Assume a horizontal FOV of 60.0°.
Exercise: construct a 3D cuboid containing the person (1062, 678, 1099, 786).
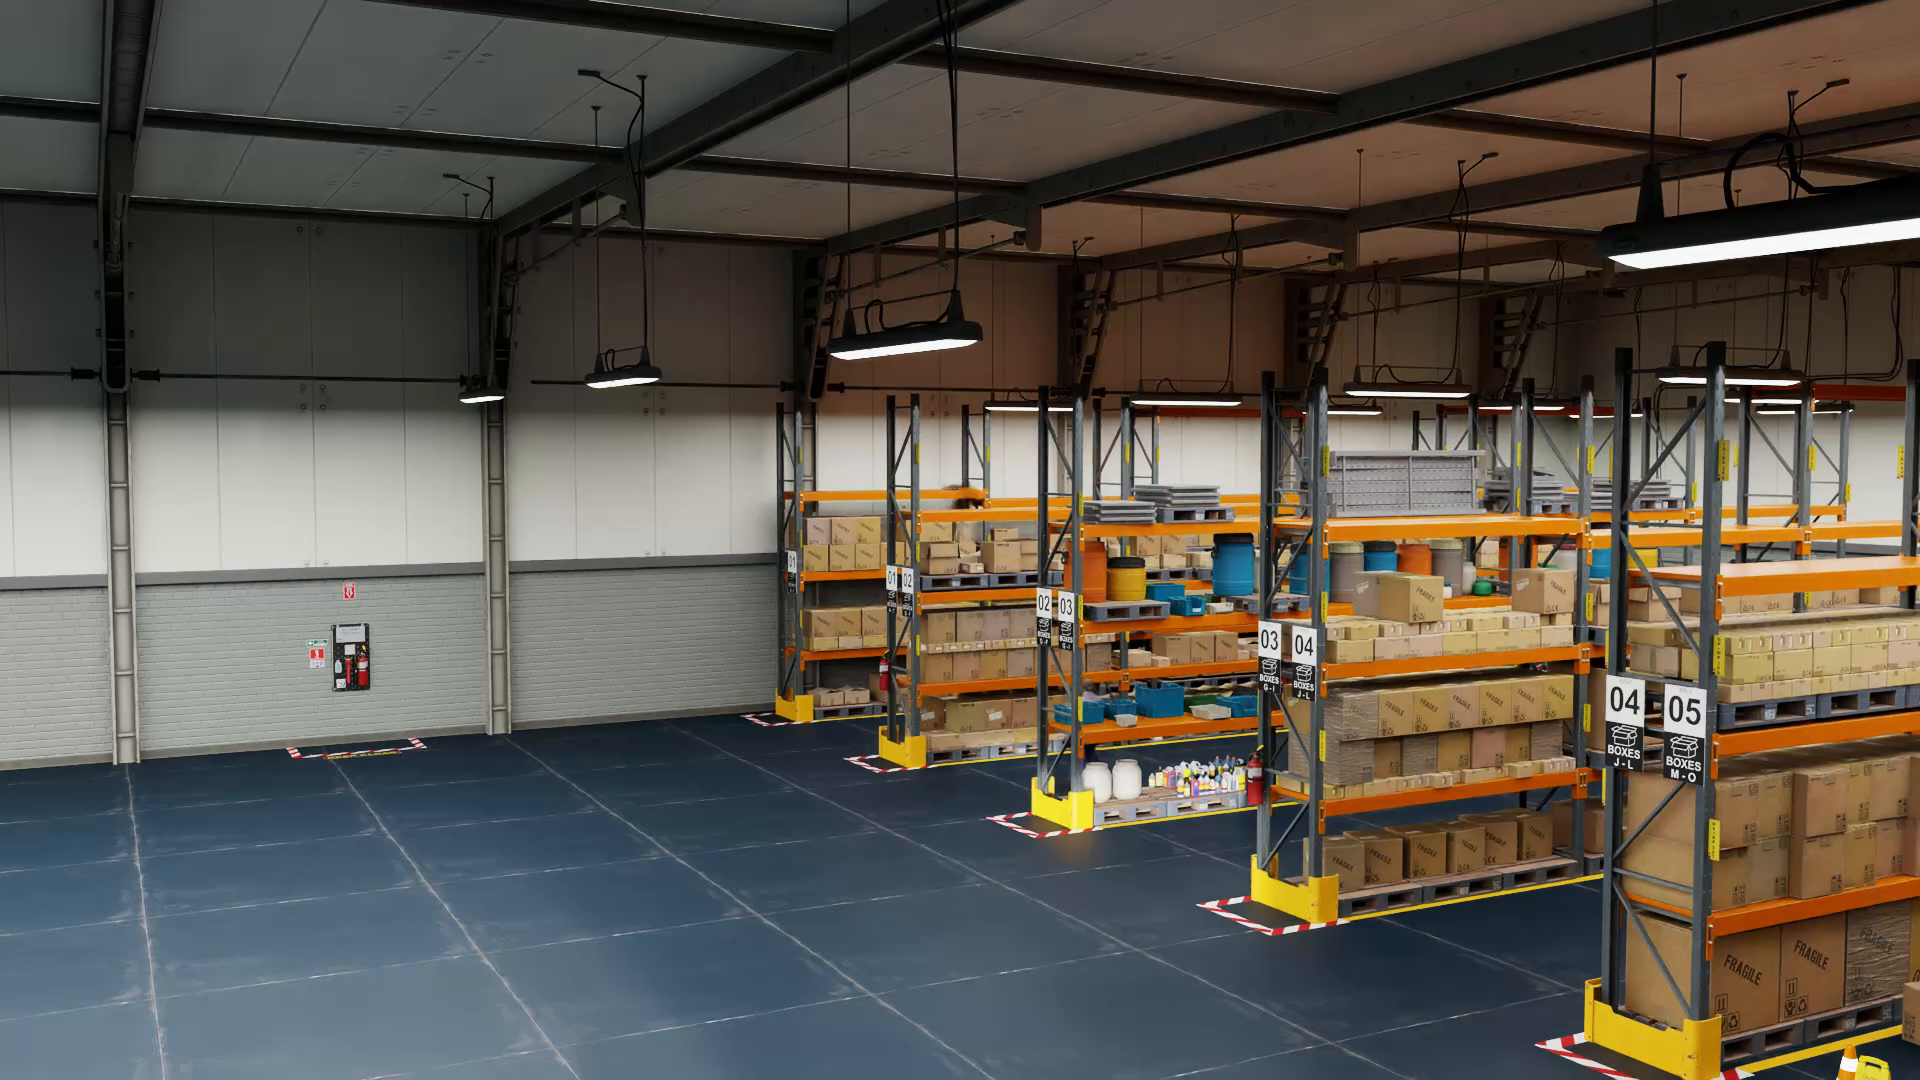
[{"bbox_3d":[1.853,2.928,25.357,0.508,1.654,0.491,2,4,30],"label":"person"}]
